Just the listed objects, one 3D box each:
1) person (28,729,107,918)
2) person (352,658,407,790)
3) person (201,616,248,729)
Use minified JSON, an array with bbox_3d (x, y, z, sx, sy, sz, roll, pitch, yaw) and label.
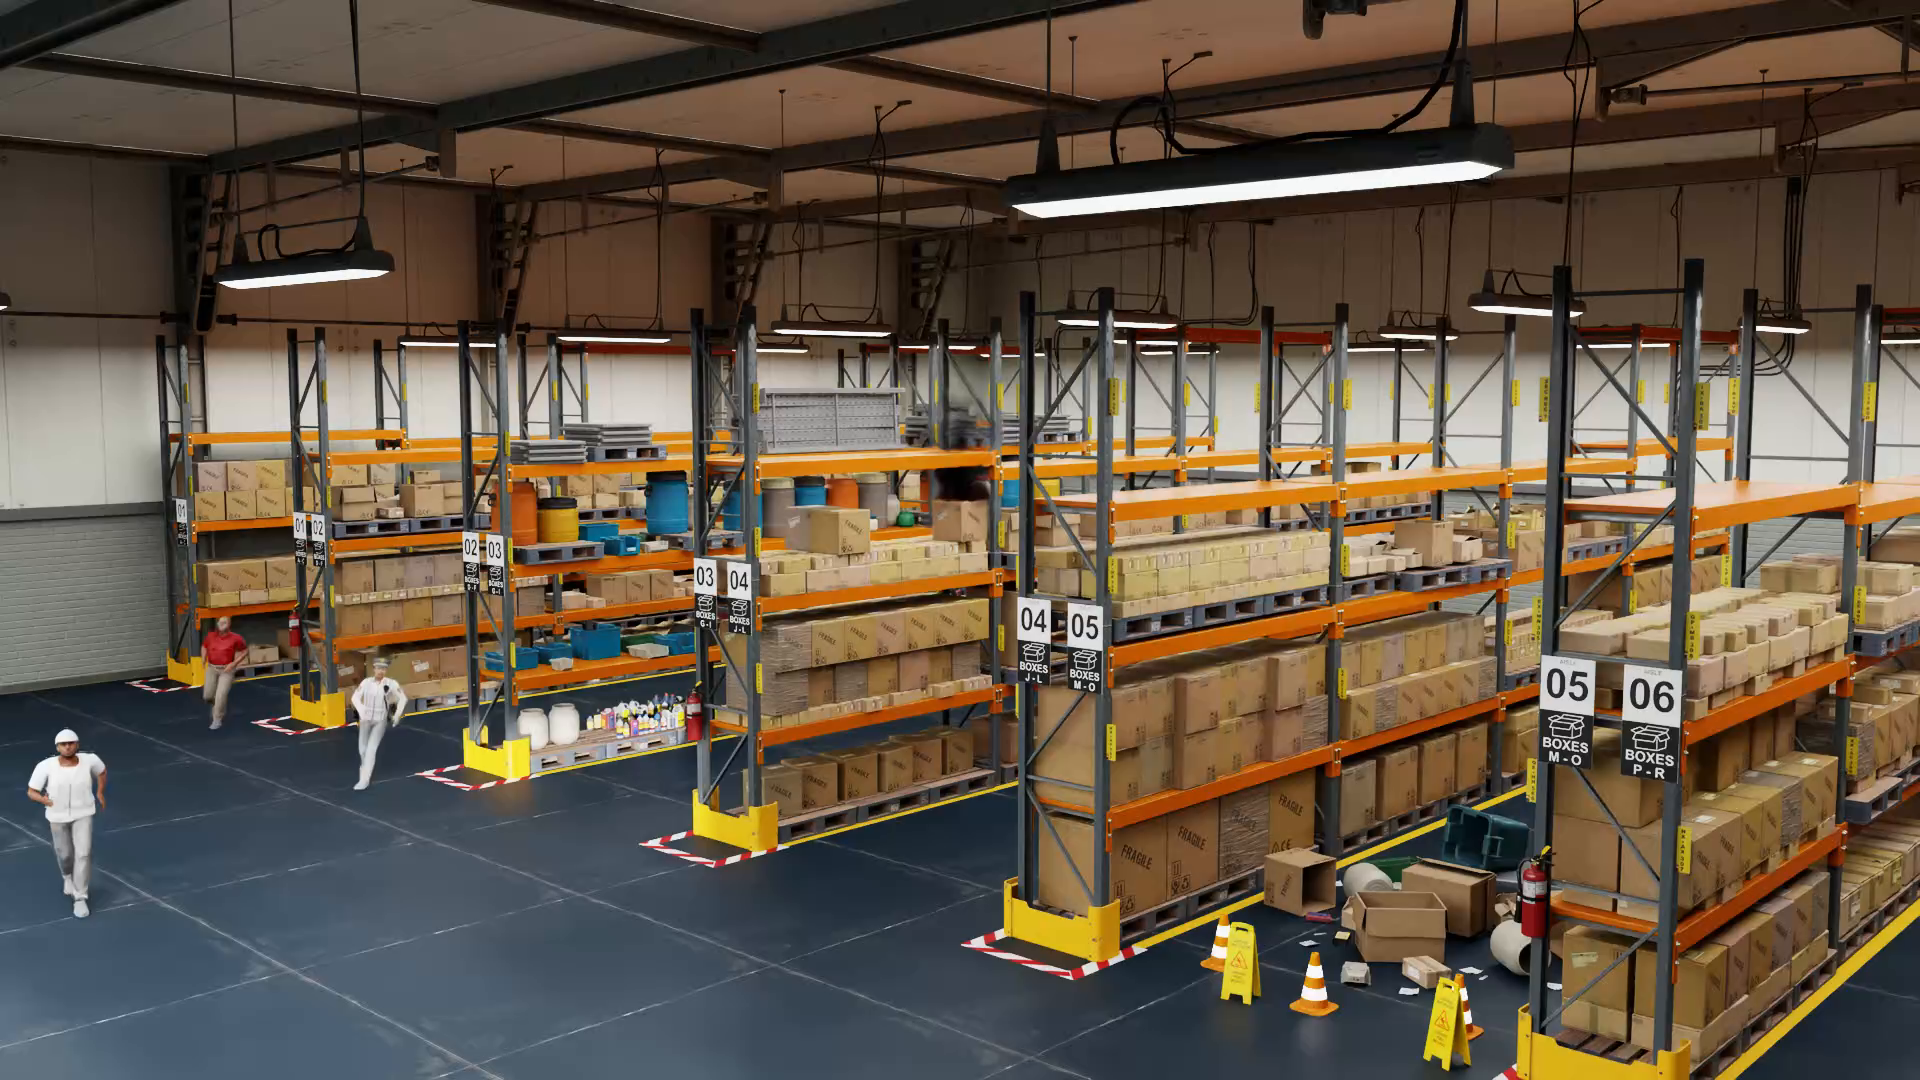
[{"bbox_3d":[-8.755,2.730,16.343,0.690,1.767,0.984,-3,6,-27],"label":"person"},{"bbox_3d":[-7.489,2.321,21.433,0.682,1.651,0.804,-1,5,-6],"label":"person"},{"bbox_3d":[-11.135,1.982,25.196,0.672,1.690,0.603,-1,5,-6],"label":"person"}]
